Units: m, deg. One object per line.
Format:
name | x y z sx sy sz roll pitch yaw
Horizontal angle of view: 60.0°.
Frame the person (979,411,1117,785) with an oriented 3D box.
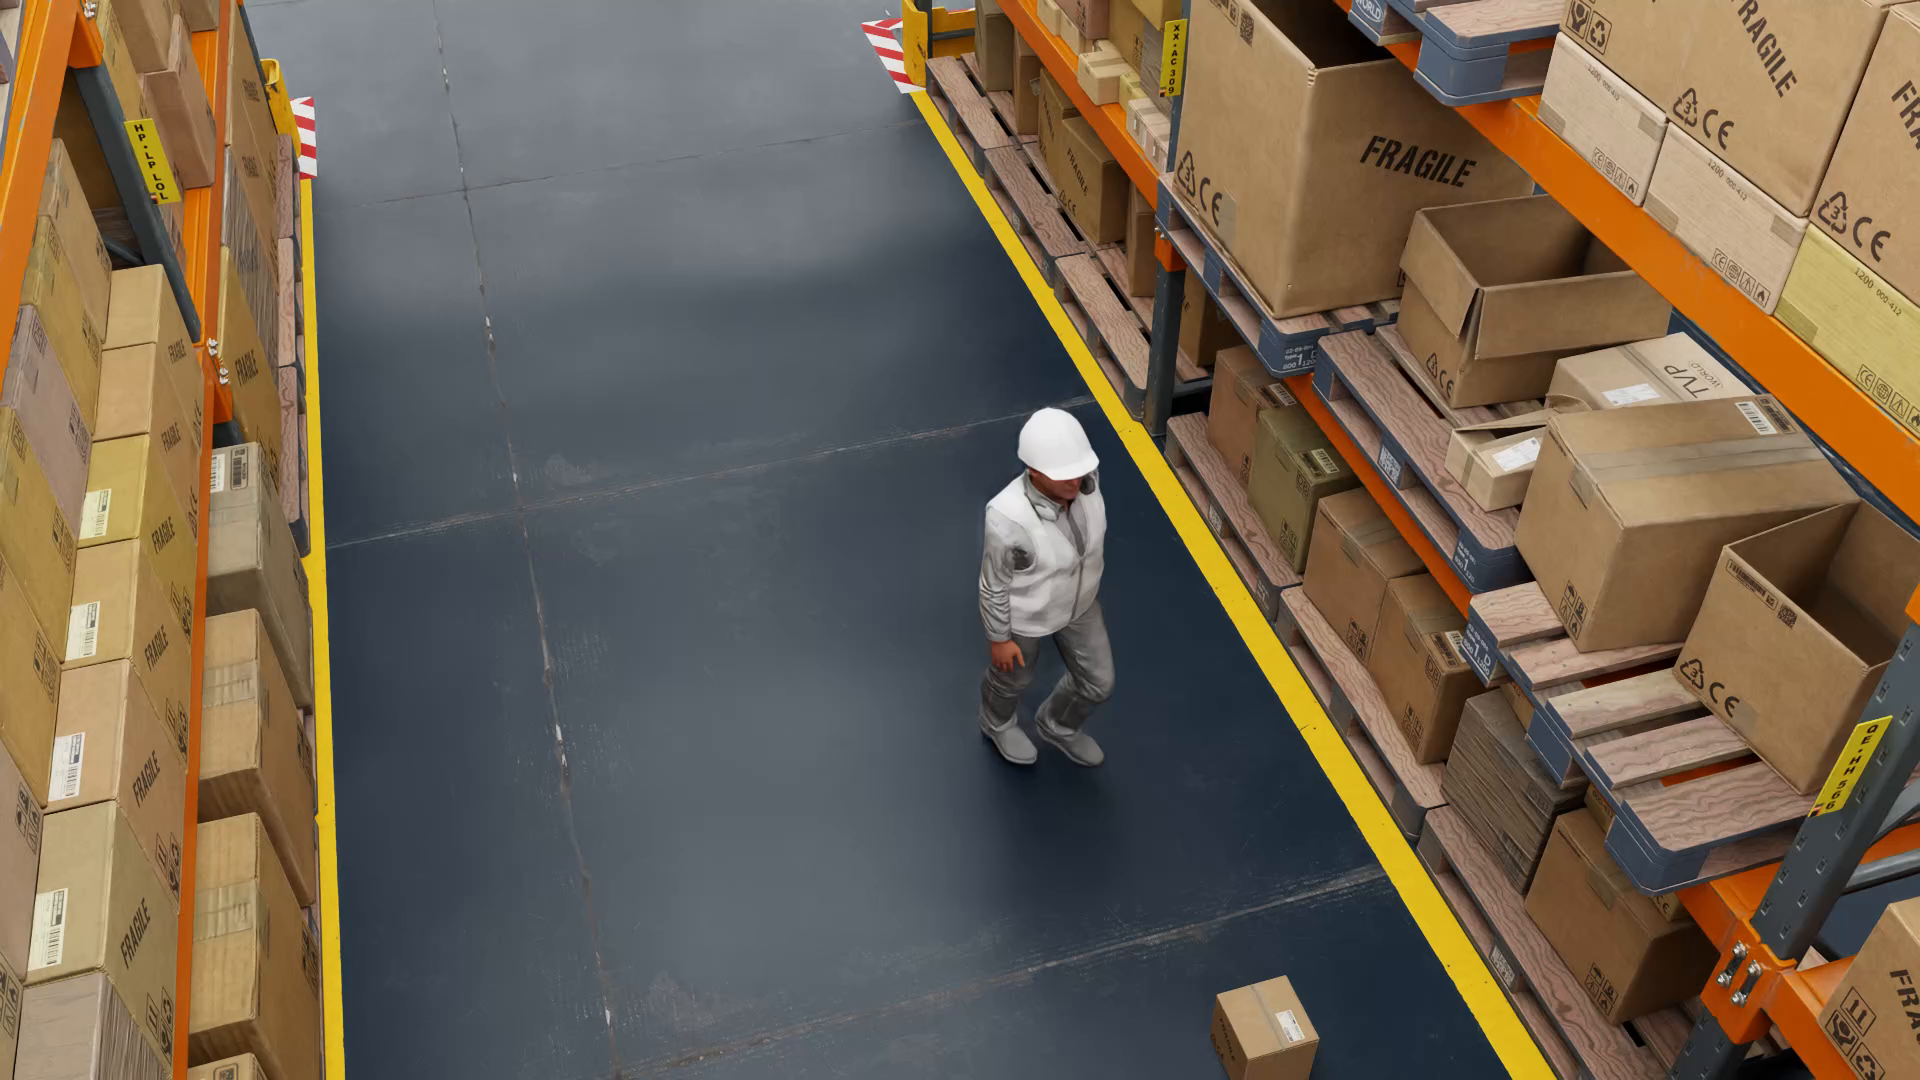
person | 0.263 0.228 5.902 0.563 1.807 0.564 -28 49 -27
